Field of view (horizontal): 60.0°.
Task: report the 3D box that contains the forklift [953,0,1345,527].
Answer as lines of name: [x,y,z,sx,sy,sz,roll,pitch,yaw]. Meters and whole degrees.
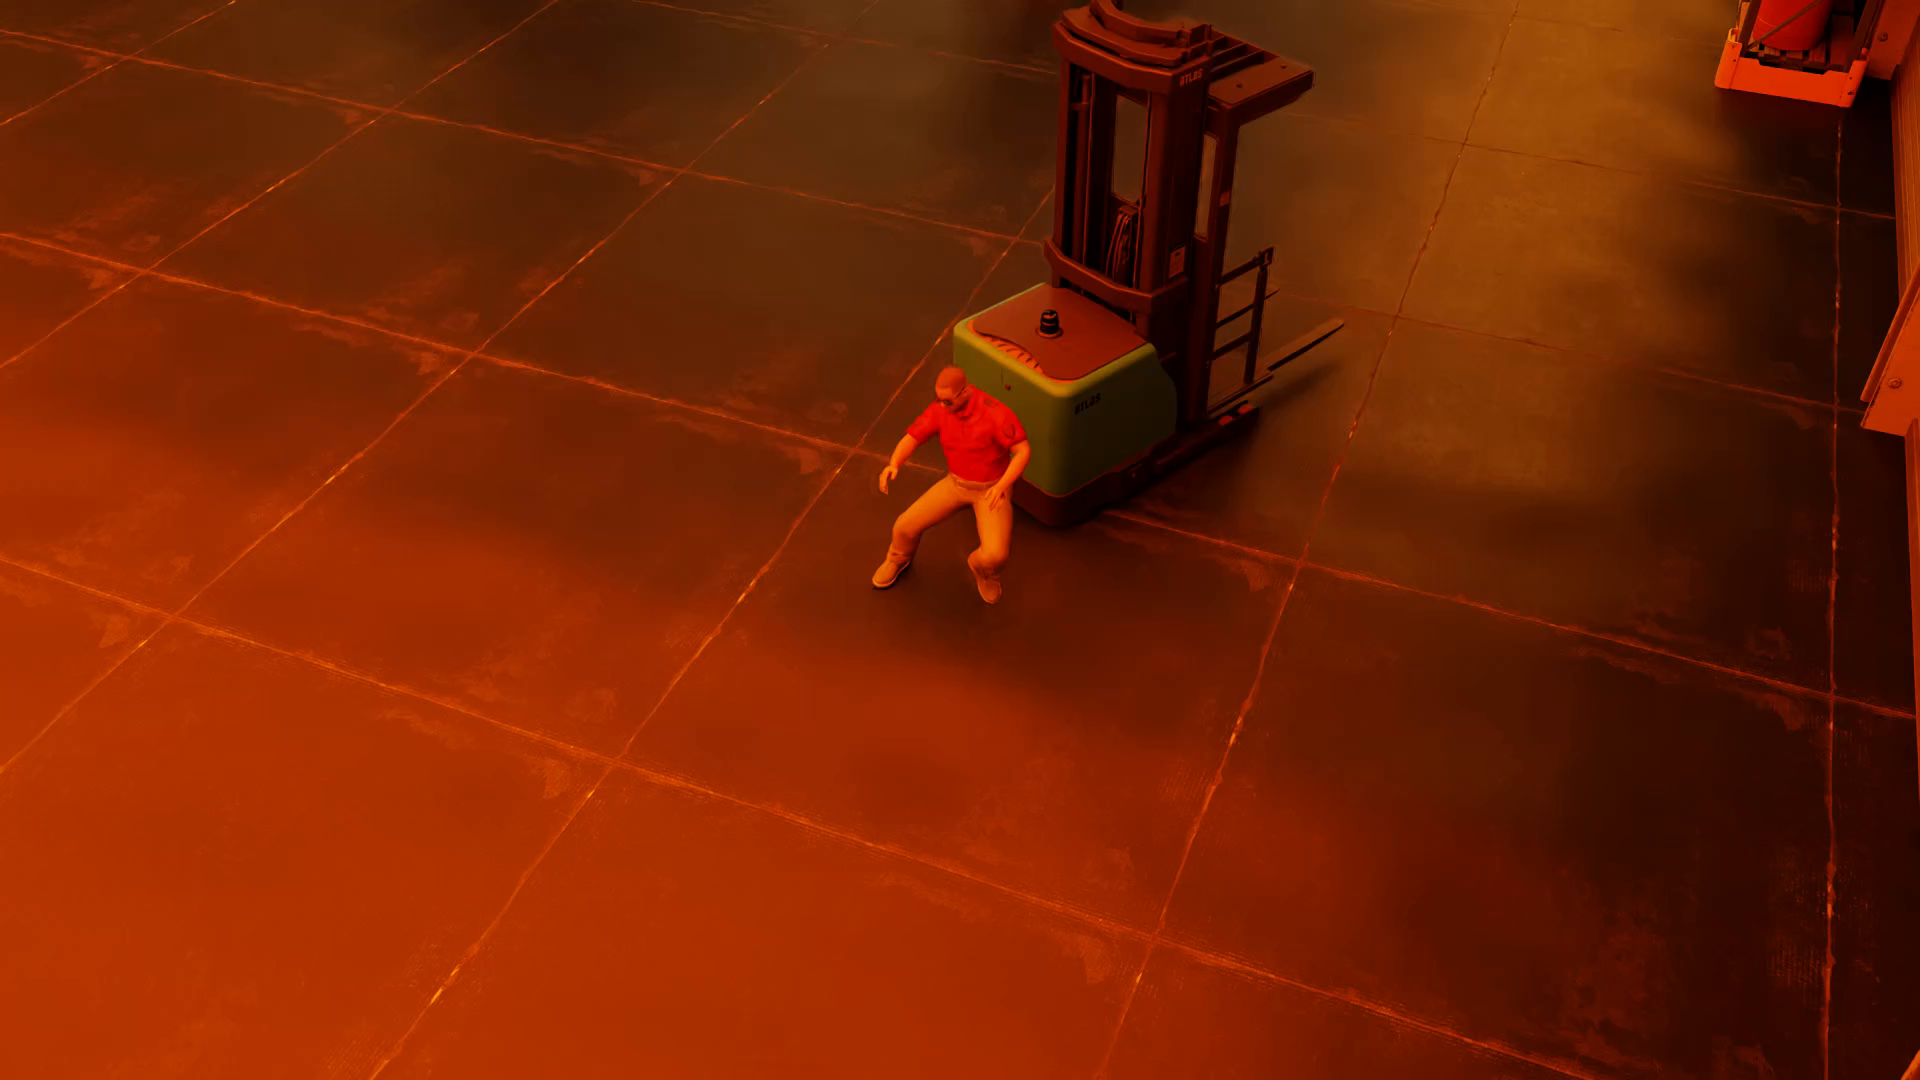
forklift: [1.378,-2.017,10.416,3.031,2.935,1.130,-30,48,-31]

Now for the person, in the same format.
person: [-0.065,-0.250,9.413,0.923,1.498,0.772,23,45,25]
